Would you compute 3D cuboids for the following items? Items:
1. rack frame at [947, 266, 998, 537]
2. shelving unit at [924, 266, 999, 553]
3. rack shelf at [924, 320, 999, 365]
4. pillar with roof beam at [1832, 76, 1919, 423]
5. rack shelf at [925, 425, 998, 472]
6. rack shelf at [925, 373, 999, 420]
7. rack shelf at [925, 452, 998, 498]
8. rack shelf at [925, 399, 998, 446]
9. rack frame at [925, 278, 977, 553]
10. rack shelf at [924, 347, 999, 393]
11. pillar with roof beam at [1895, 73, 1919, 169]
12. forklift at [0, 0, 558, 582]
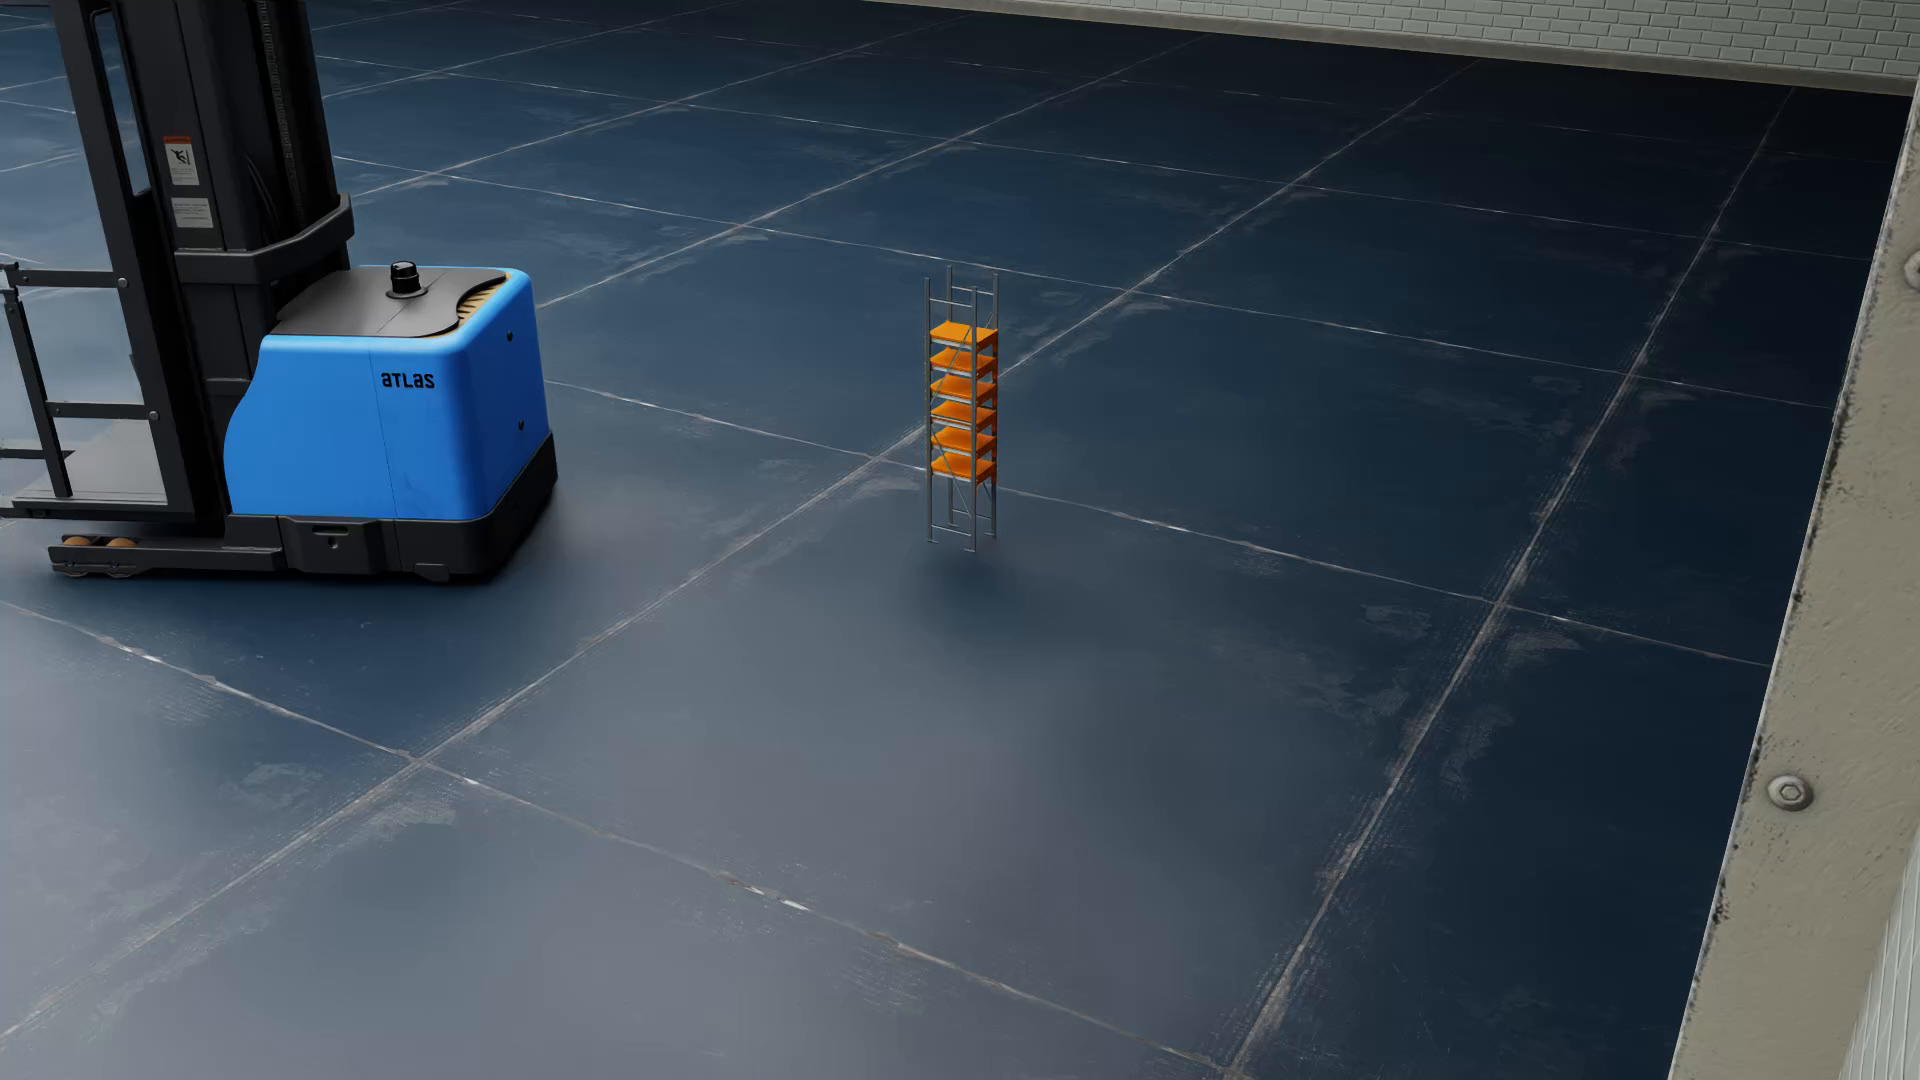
[{"bbox_3d":[0.052,-0.578,7.140,0.240,1.200,0.006,14,30,26],"label":"rack frame"},{"bbox_3d":[0.007,-0.542,7.069,0.258,1.200,0.189,14,30,26],"label":"shelving unit"},{"bbox_3d":[0.007,-0.824,6.928,0.258,0.103,0.180,14,30,26],"label":"rack shelf"},{"bbox_3d":[0.958,-5.619,8.500,9.100,9.000,0.400,14,30,26],"label":"pillar with roof beam"},{"bbox_3d":[0.007,-0.395,7.143,0.258,0.103,0.180,14,30,26],"label":"rack shelf"},{"bbox_3d":[0.007,-0.610,7.035,0.258,0.103,0.180,14,30,26],"label":"rack shelf"},{"bbox_3d":[0.007,-0.288,7.197,0.258,0.103,0.180,14,30,26],"label":"rack shelf"},{"bbox_3d":[0.007,-0.502,7.089,0.258,0.103,0.180,14,30,26],"label":"rack shelf"},{"bbox_3d":[-0.038,-0.507,6.998,0.240,1.200,0.006,14,30,26],"label":"rack frame"},{"bbox_3d":[0.007,-0.717,6.982,0.258,0.103,0.180,14,30,26],"label":"rack shelf"},{"bbox_3d":[3.910,-7.958,13.171,9.100,9.000,0.400,14,30,26],"label":"pillar with roof beam"},{"bbox_3d":[-3.410,-1.383,6.814,3.031,2.935,1.130,2,27,4],"label":"forklift"}]
